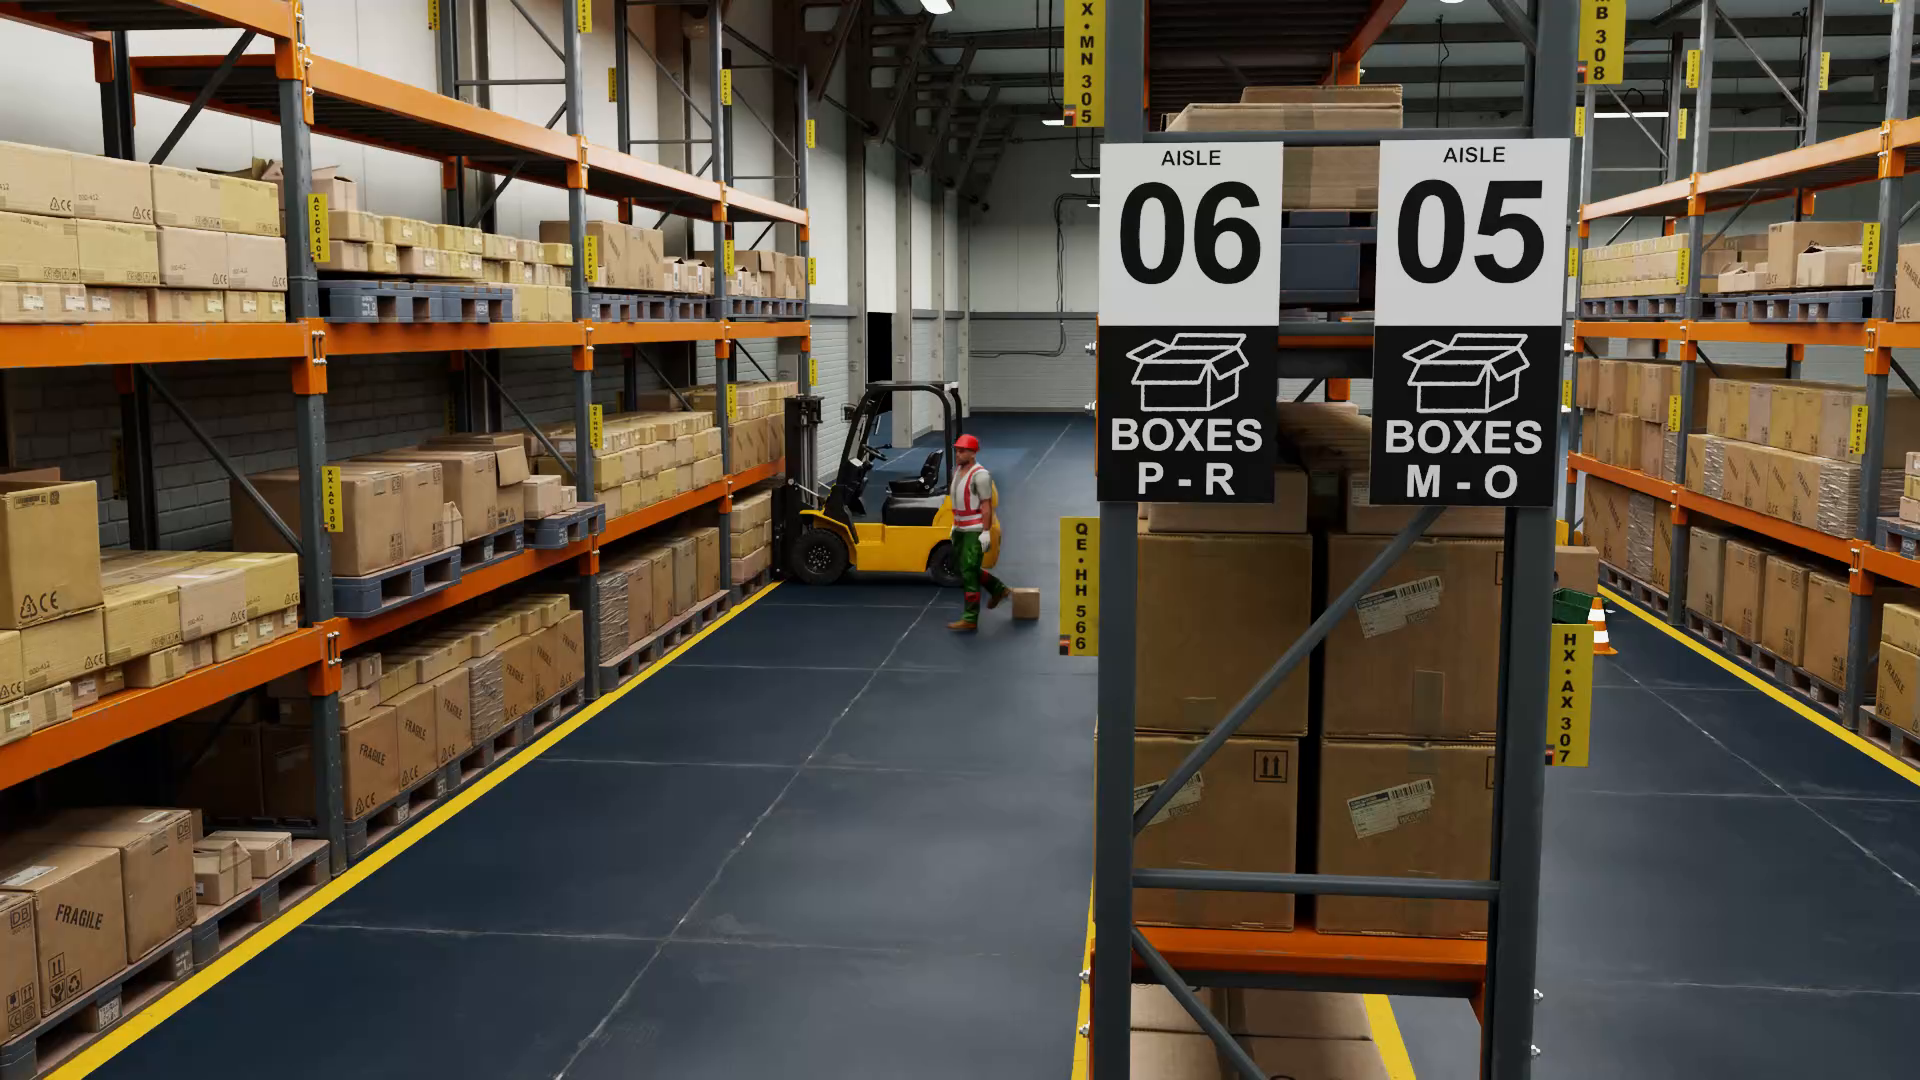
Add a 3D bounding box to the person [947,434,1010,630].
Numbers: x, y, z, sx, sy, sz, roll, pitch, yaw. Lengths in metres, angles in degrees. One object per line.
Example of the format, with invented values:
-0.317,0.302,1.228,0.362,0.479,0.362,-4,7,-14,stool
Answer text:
0.180,-0.090,15.271,0.776,1.783,0.582,-4,9,-28,person
